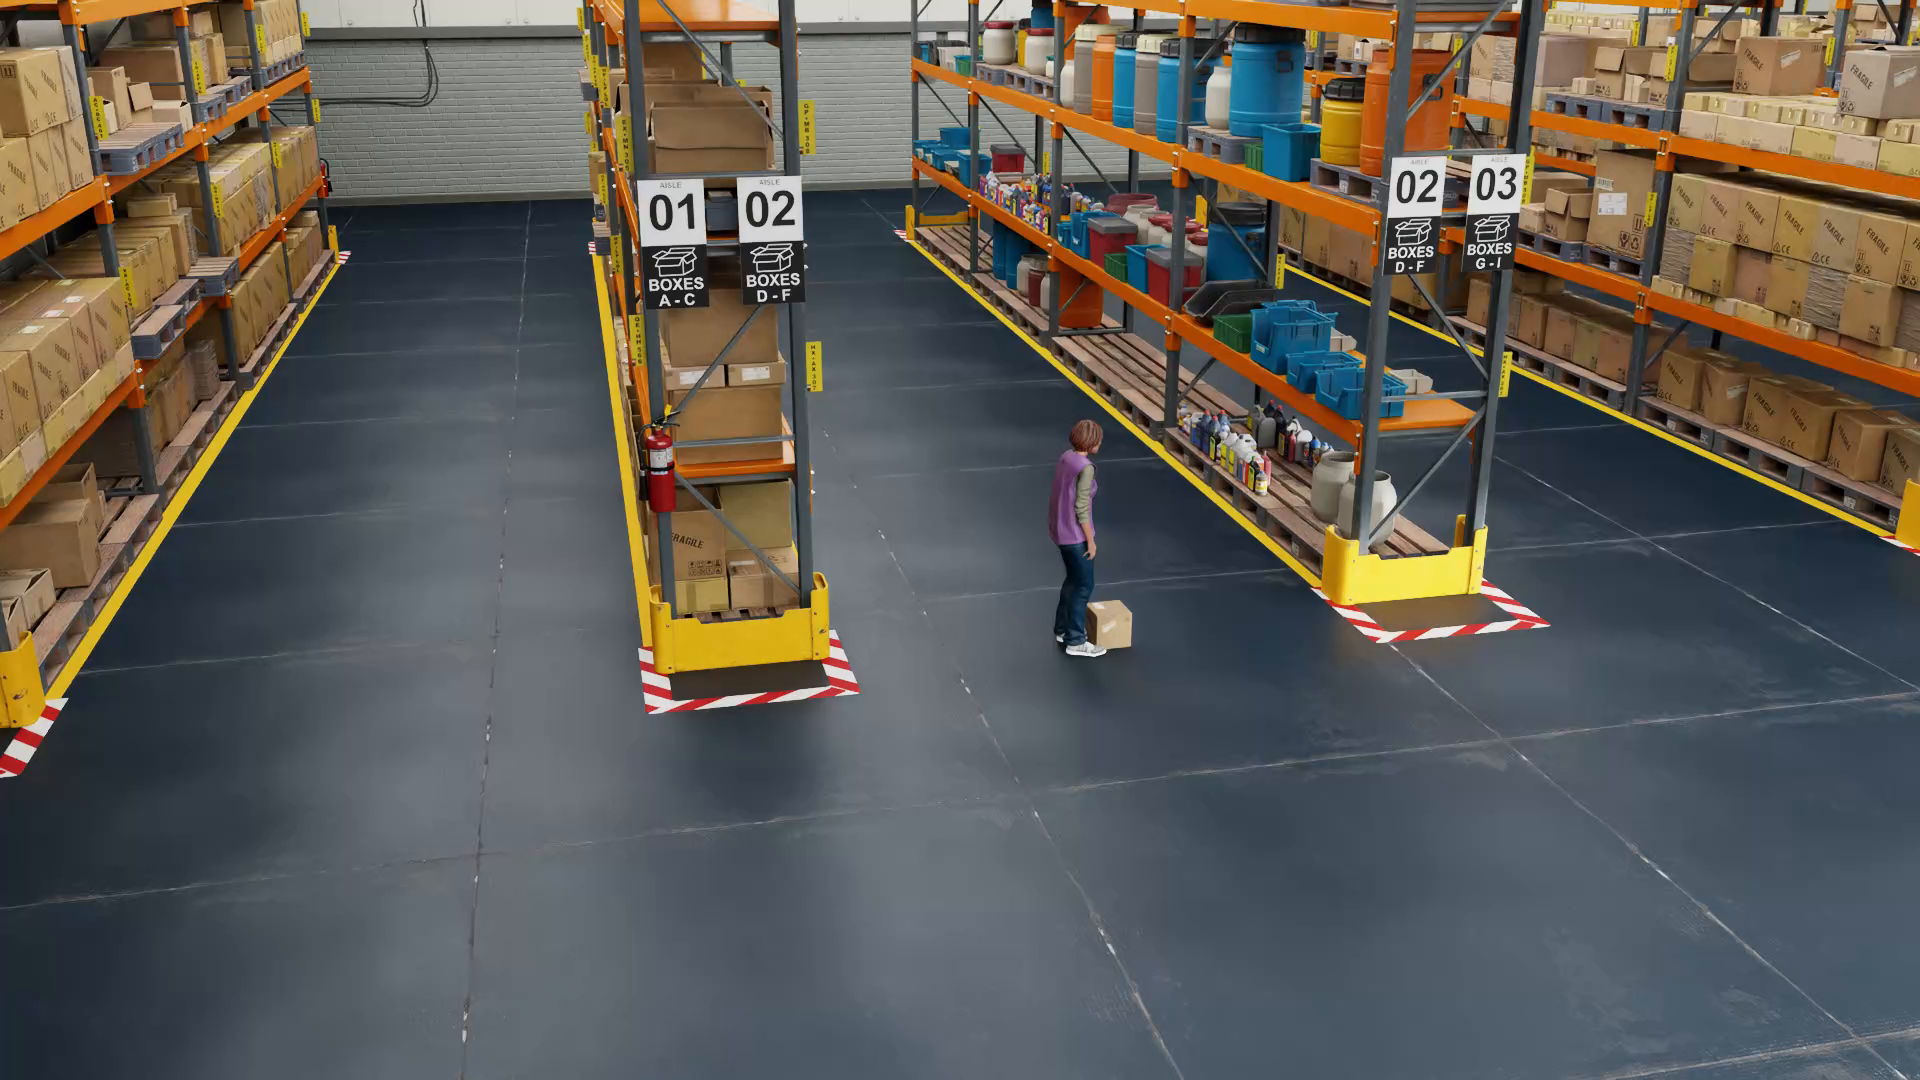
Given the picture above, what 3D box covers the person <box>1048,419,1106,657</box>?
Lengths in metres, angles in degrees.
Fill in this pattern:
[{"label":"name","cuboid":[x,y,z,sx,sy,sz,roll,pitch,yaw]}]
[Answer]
[{"label":"person","cuboid":[0.781,-0.024,11.158,0.349,1.591,0.480,-6,21,-16]}]
